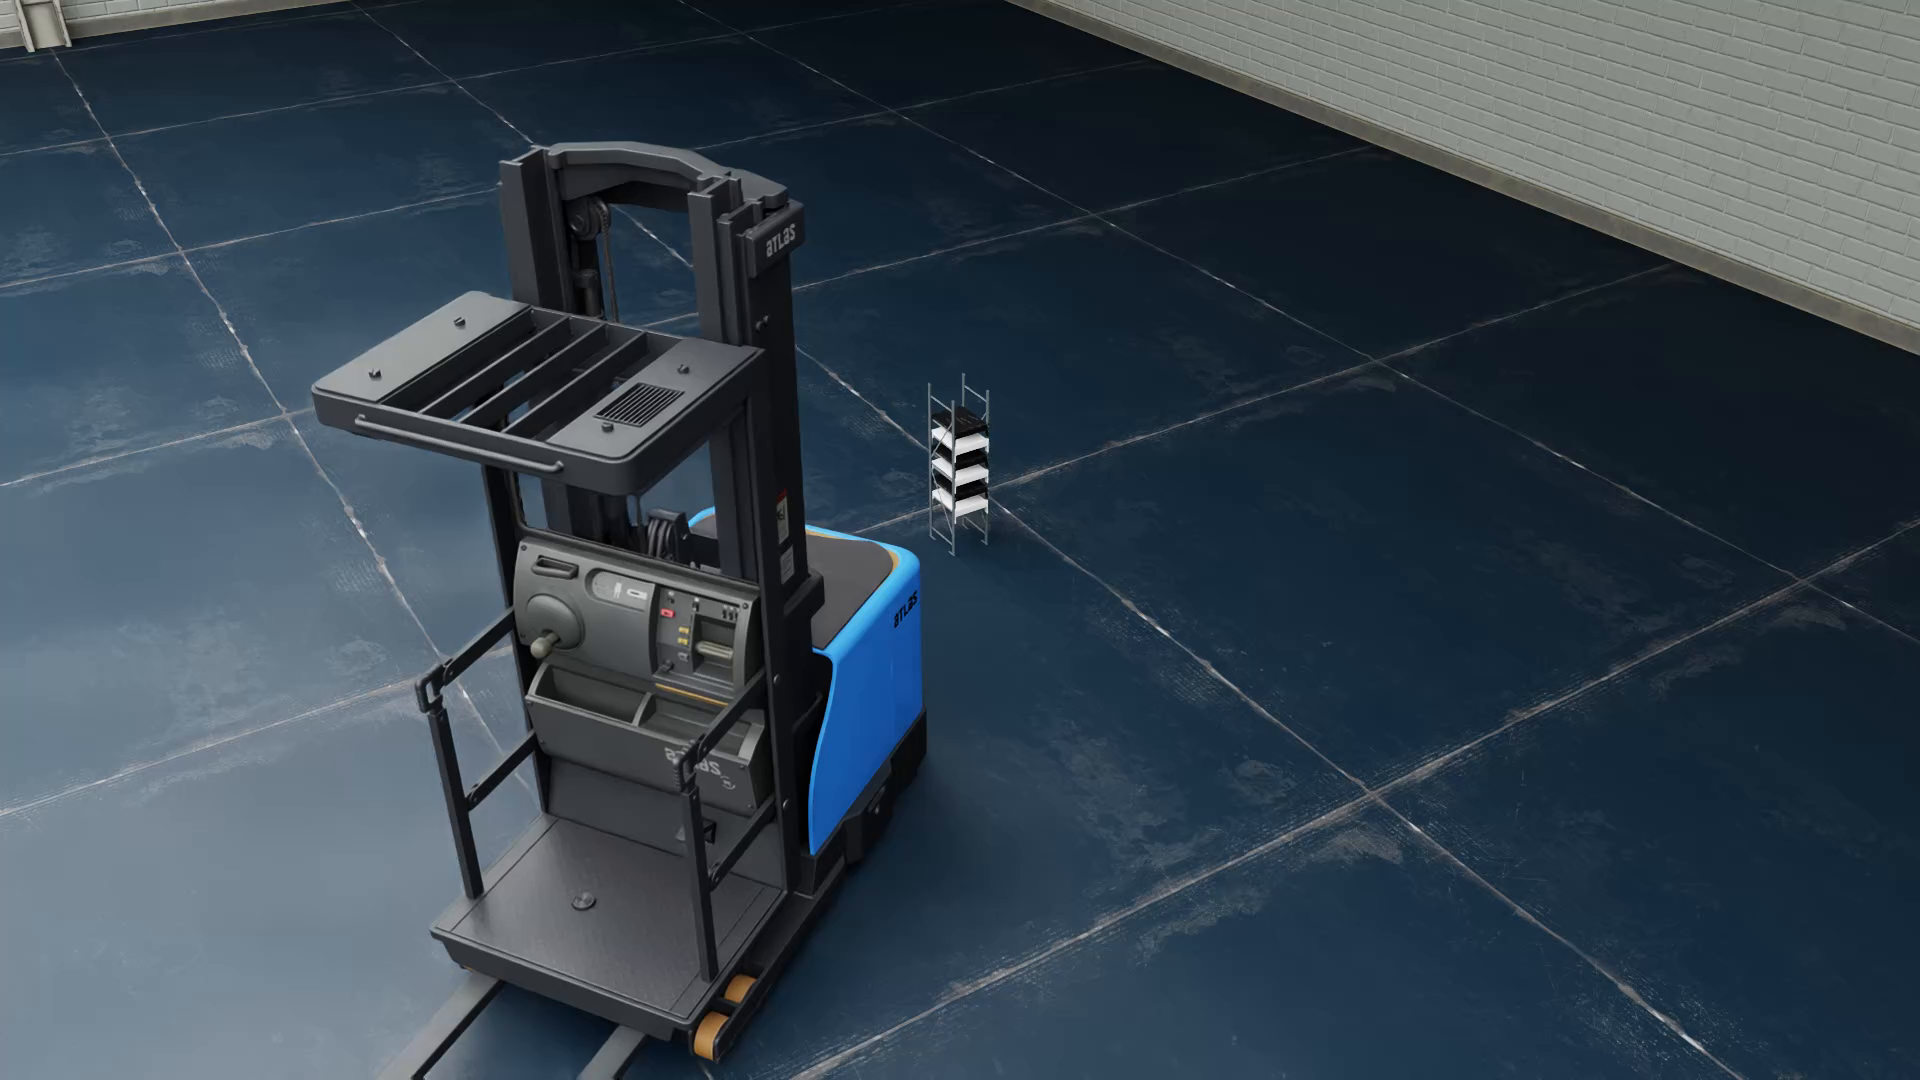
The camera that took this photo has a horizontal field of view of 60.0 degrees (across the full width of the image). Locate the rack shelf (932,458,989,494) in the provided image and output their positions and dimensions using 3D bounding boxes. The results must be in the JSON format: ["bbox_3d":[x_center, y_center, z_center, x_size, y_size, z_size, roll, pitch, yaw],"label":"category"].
[{"bbox_3d":[-0.007,-0.350,8.524,0.200,0.077,0.258,-19,37,-27],"label":"rack shelf"}]

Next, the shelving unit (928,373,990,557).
[{"bbox_3d":[-0.007,-0.378,8.506,0.210,0.900,0.258,-19,37,-27],"label":"shelving unit"}]

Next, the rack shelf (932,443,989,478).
[{"bbox_3d":[-0.007,-0.426,8.476,0.200,0.077,0.258,-19,37,-27],"label":"rack shelf"}]

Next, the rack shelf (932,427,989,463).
[{"bbox_3d":[-0.007,-0.502,8.428,0.200,0.077,0.258,-19,37,-27],"label":"rack shelf"}]

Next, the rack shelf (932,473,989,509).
[{"bbox_3d":[-0.007,-0.274,8.572,0.200,0.077,0.258,-19,37,-27],"label":"rack shelf"}]

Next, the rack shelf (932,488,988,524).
[{"bbox_3d":[-0.007,-0.198,8.620,0.200,0.077,0.258,-19,37,-27],"label":"rack shelf"}]

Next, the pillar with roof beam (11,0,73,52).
[{"bbox_3d":[-6.745,-6.801,11.097,0.400,9.000,9.100,-19,37,-27],"label":"pillar with roof beam"}]

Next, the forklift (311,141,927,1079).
[{"bbox_3d":[-1.202,0.327,5.485,1.130,2.935,3.031,13,35,20],"label":"forklift"}]

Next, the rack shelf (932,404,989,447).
[{"bbox_3d":[-0.007,-0.578,8.380,0.200,0.077,0.258,-19,37,-27],"label":"rack shelf"}]

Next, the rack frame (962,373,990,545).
[{"bbox_3d":[0.079,-0.408,8.553,0.006,0.900,0.240,-19,37,-27],"label":"rack frame"}]

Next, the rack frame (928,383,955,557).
[{"bbox_3d":[-0.092,-0.349,8.460,0.006,0.900,0.240,-19,37,-27],"label":"rack frame"}]
